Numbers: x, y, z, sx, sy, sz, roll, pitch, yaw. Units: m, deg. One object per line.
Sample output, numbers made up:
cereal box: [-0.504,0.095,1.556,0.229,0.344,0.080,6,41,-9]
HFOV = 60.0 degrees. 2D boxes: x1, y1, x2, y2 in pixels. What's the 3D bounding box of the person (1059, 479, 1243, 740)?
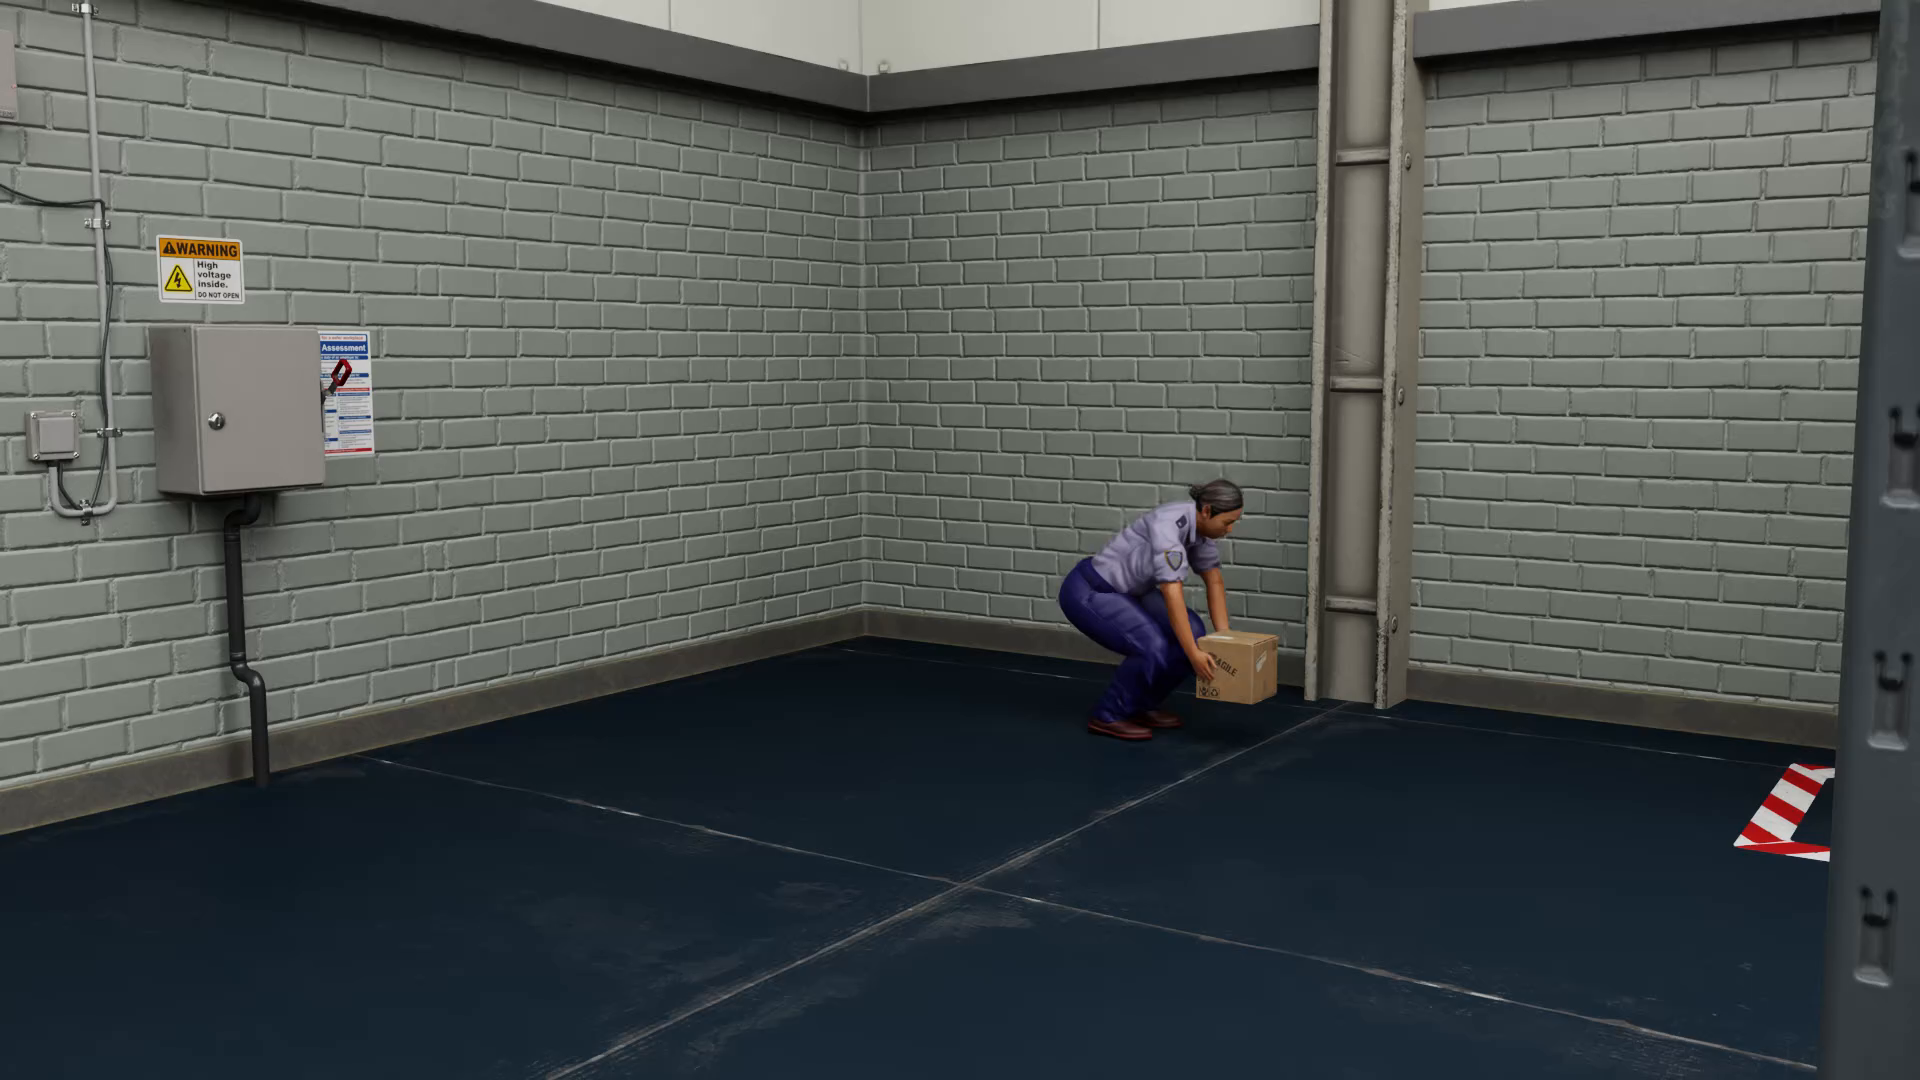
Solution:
person: [0.828,0.285,7.083,0.769,1.087,0.536,4,8,33]
